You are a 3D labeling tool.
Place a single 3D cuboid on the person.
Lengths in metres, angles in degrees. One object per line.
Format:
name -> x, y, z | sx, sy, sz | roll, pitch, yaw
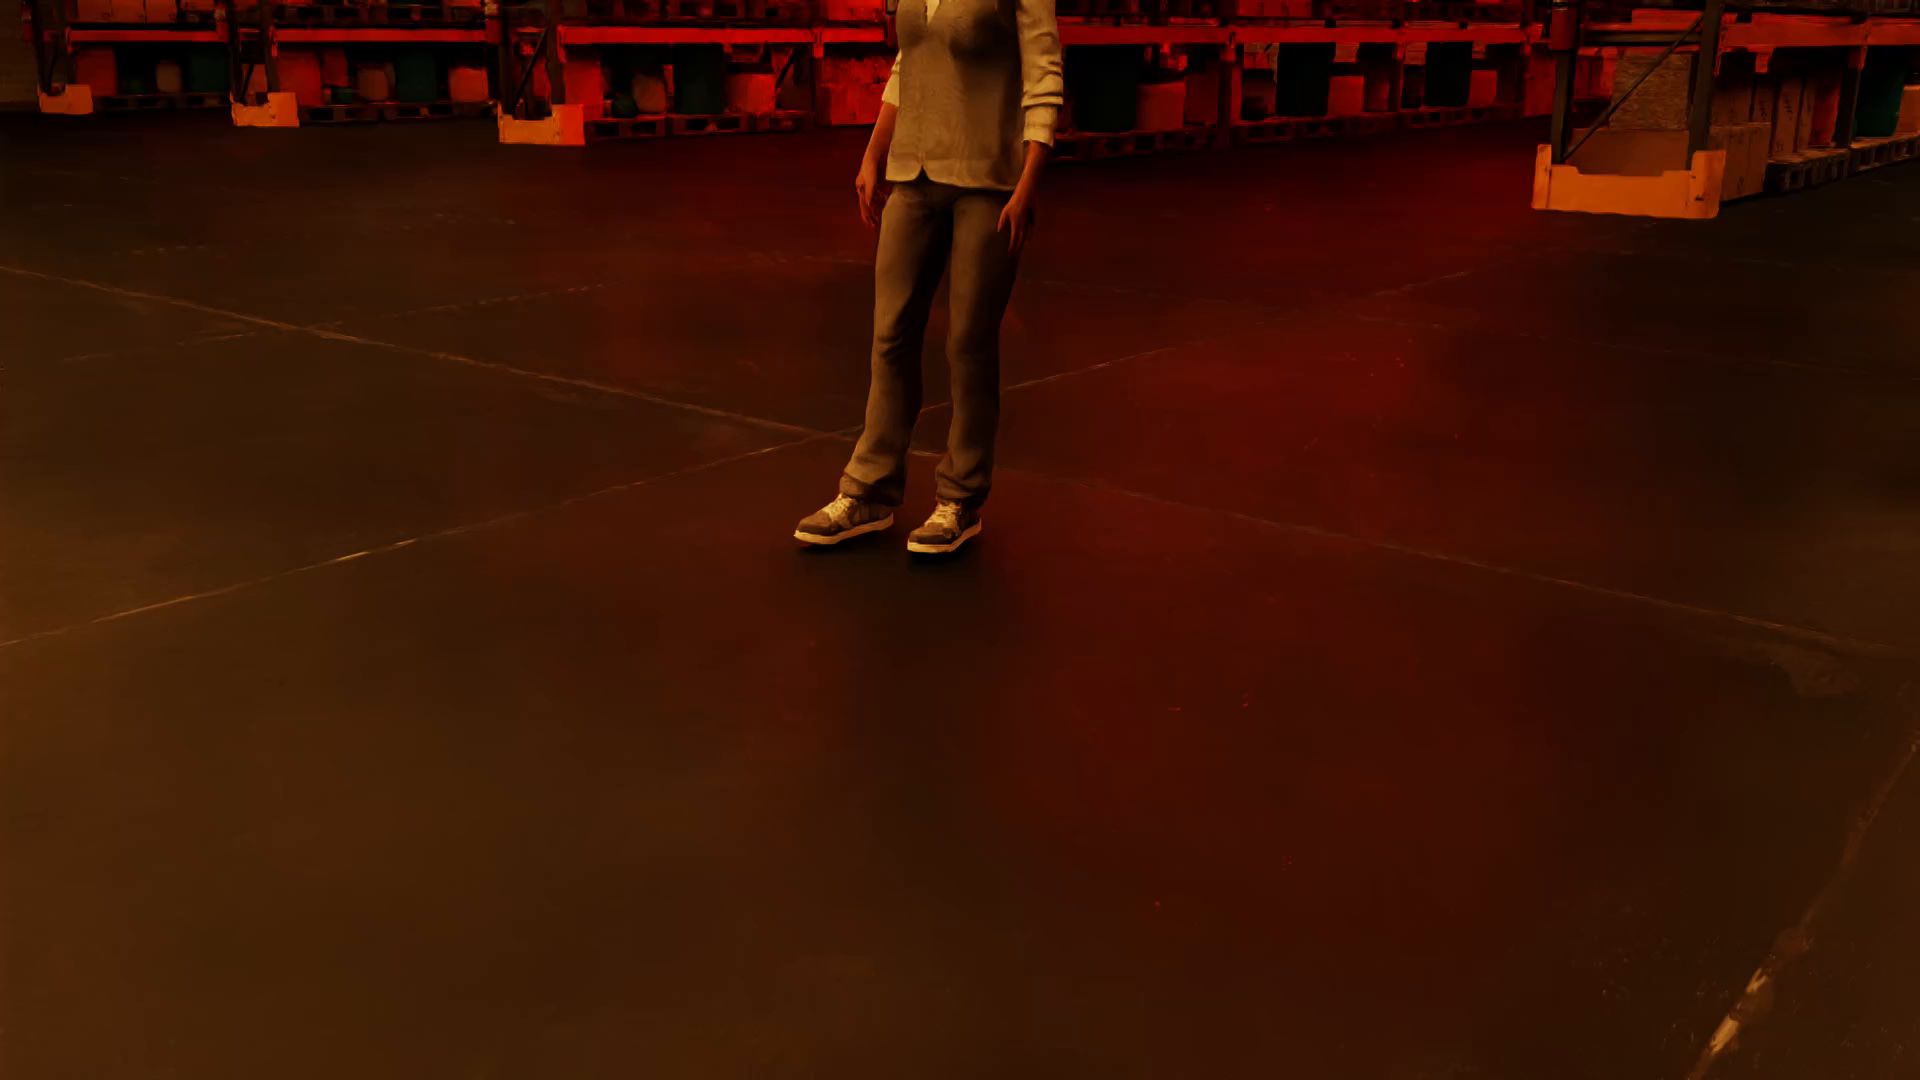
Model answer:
person -> -0.058, -0.750, 3.664 | 0.521, 1.583, 0.474 | 13, 21, 37
